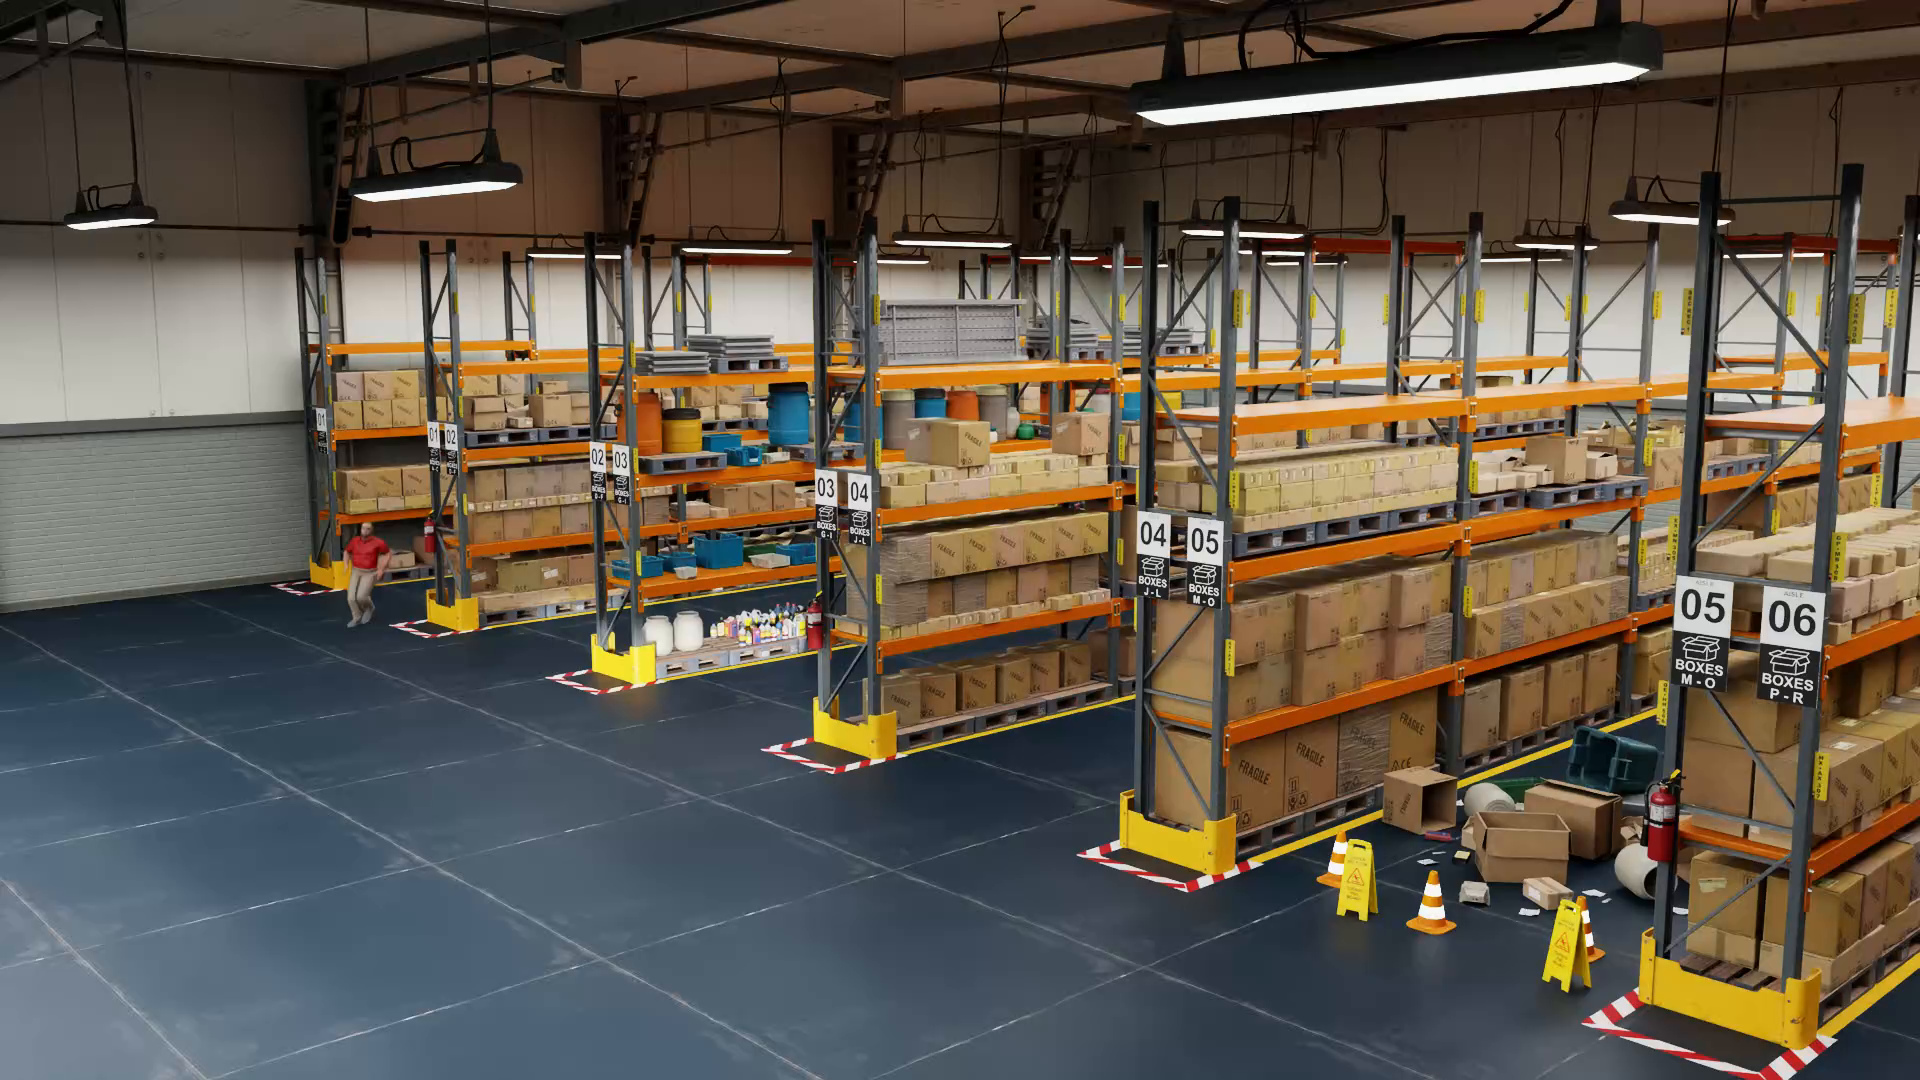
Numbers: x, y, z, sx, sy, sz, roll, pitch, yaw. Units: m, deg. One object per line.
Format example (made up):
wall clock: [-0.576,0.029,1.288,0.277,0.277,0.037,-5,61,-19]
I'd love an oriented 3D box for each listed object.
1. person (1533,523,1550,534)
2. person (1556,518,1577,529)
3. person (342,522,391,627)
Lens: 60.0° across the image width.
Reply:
person: [9.358,0.432,26.766,0.615,1.630,0.588,-6,10,-36]
person: [11.054,-0.132,30.656,0.578,1.688,0.703,-5,10,-28]
person: [-9.313,0.542,26.005,0.718,1.663,0.520,1,8,7]
